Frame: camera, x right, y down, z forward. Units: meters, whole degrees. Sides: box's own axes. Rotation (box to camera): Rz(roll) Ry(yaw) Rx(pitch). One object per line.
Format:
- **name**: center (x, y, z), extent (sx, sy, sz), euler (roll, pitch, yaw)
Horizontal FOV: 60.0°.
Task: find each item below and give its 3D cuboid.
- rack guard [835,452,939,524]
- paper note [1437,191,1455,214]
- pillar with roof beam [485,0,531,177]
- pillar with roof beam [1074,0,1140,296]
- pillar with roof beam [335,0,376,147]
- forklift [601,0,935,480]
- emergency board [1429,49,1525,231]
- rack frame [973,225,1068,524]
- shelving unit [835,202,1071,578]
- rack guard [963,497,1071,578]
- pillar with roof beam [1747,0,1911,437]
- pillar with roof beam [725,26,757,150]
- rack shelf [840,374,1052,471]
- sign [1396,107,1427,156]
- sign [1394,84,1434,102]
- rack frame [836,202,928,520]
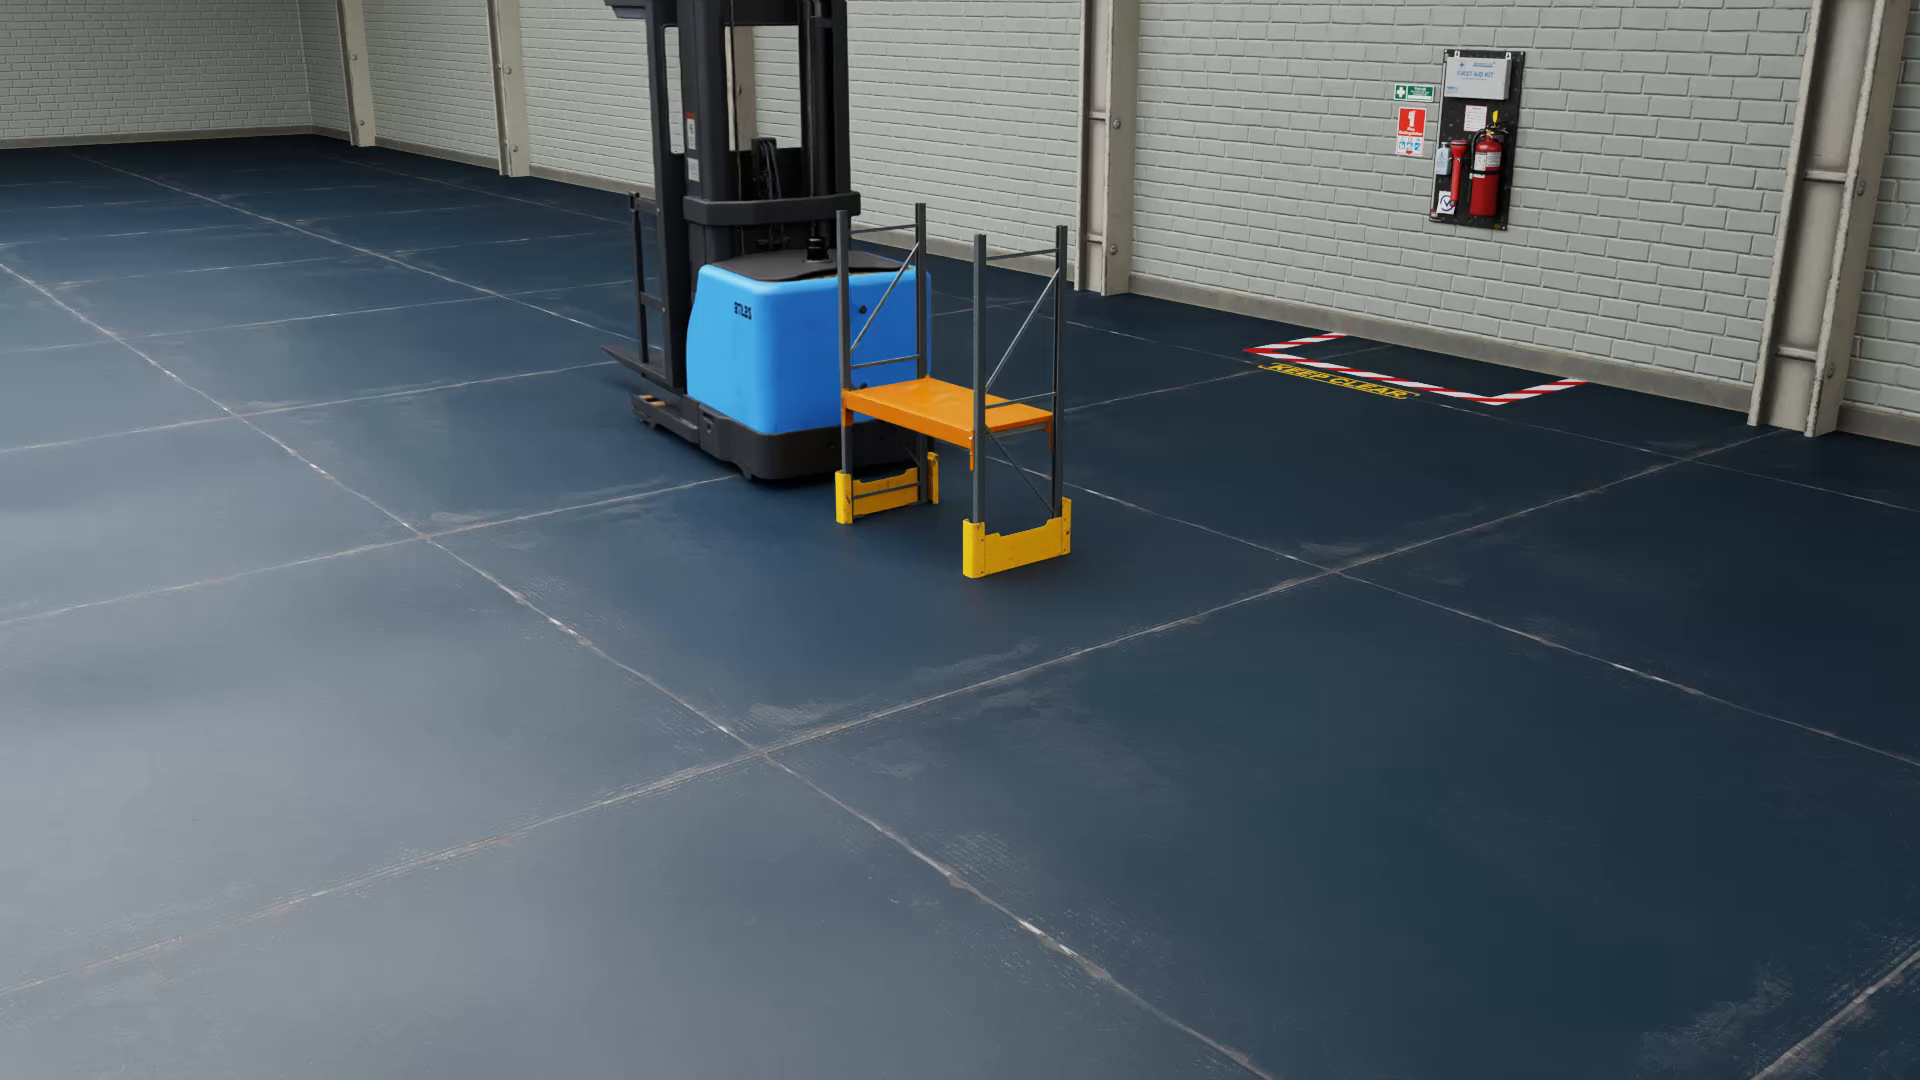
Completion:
- **rack guard**: center (-0.357, -0.260, 8.251), extent (0.587, 0.250, 0.087), euler (-14, 23, -36)
- **paper note**: center (3.394, -2.354, 11.602), extent (0.016, 0.148, 0.142), euler (-14, 23, -36)
- **pillar with roof beam**: center (-9.596, -8.542, 19.344), extent (9.100, 9.000, 0.400), euler (-14, 23, -36)
- **pillar with roof beam**: center (-2.145, -5.585, 10.414), extent (9.100, 9.000, 0.400), euler (-14, 23, -36)
- **pillar with roof beam**: center (-13.321, -10.021, 23.809), extent (9.100, 9.000, 0.400), euler (-14, 23, -36)
- **forklift**: center (-1.321, -2.115, 9.588), extent (1.130, 2.935, 3.031), euler (-11, 21, -29)
- **emergency board**: center (3.450, -2.715, 11.291), extent (0.194, 1.169, 0.643), euler (-14, 23, -36)
- **rack frame**: center (0.263, -0.608, 7.312), extent (0.500, 1.500, 0.032), euler (-14, 23, -36)
- **shelving unit**: center (-0.047, -0.731, 7.683), extent (0.587, 1.500, 1.083), euler (-14, 23, -36)
- **rack guard**: center (0.262, -0.015, 7.509), extent (0.587, 0.250, 0.087), euler (-14, 23, -36)
- **pillar with roof beam**: center (1.580, -4.107, 5.949), extent (9.100, 9.000, 0.400), euler (-14, 23, -36)
- **pillar with roof beam**: center (-5.871, -7.064, 14.879), extent (9.100, 9.000, 0.400), euler (-14, 23, -36)
- **rack shelf**: center (-0.053, -0.562, 7.747), extent (0.538, 0.185, 1.000), euler (-14, 23, -36)
- **sign**: center (3.188, -2.889, 11.758), extent (0.001, 0.329, 0.234), euler (-14, 23, -36)
- **sign**: center (3.184, -3.137, 11.666), extent (0.001, 0.109, 0.331), euler (-14, 23, -36)
- **rack frame**: center (-0.369, -0.858, 8.068), extent (0.500, 1.500, 0.032), euler (-14, 23, -36)
